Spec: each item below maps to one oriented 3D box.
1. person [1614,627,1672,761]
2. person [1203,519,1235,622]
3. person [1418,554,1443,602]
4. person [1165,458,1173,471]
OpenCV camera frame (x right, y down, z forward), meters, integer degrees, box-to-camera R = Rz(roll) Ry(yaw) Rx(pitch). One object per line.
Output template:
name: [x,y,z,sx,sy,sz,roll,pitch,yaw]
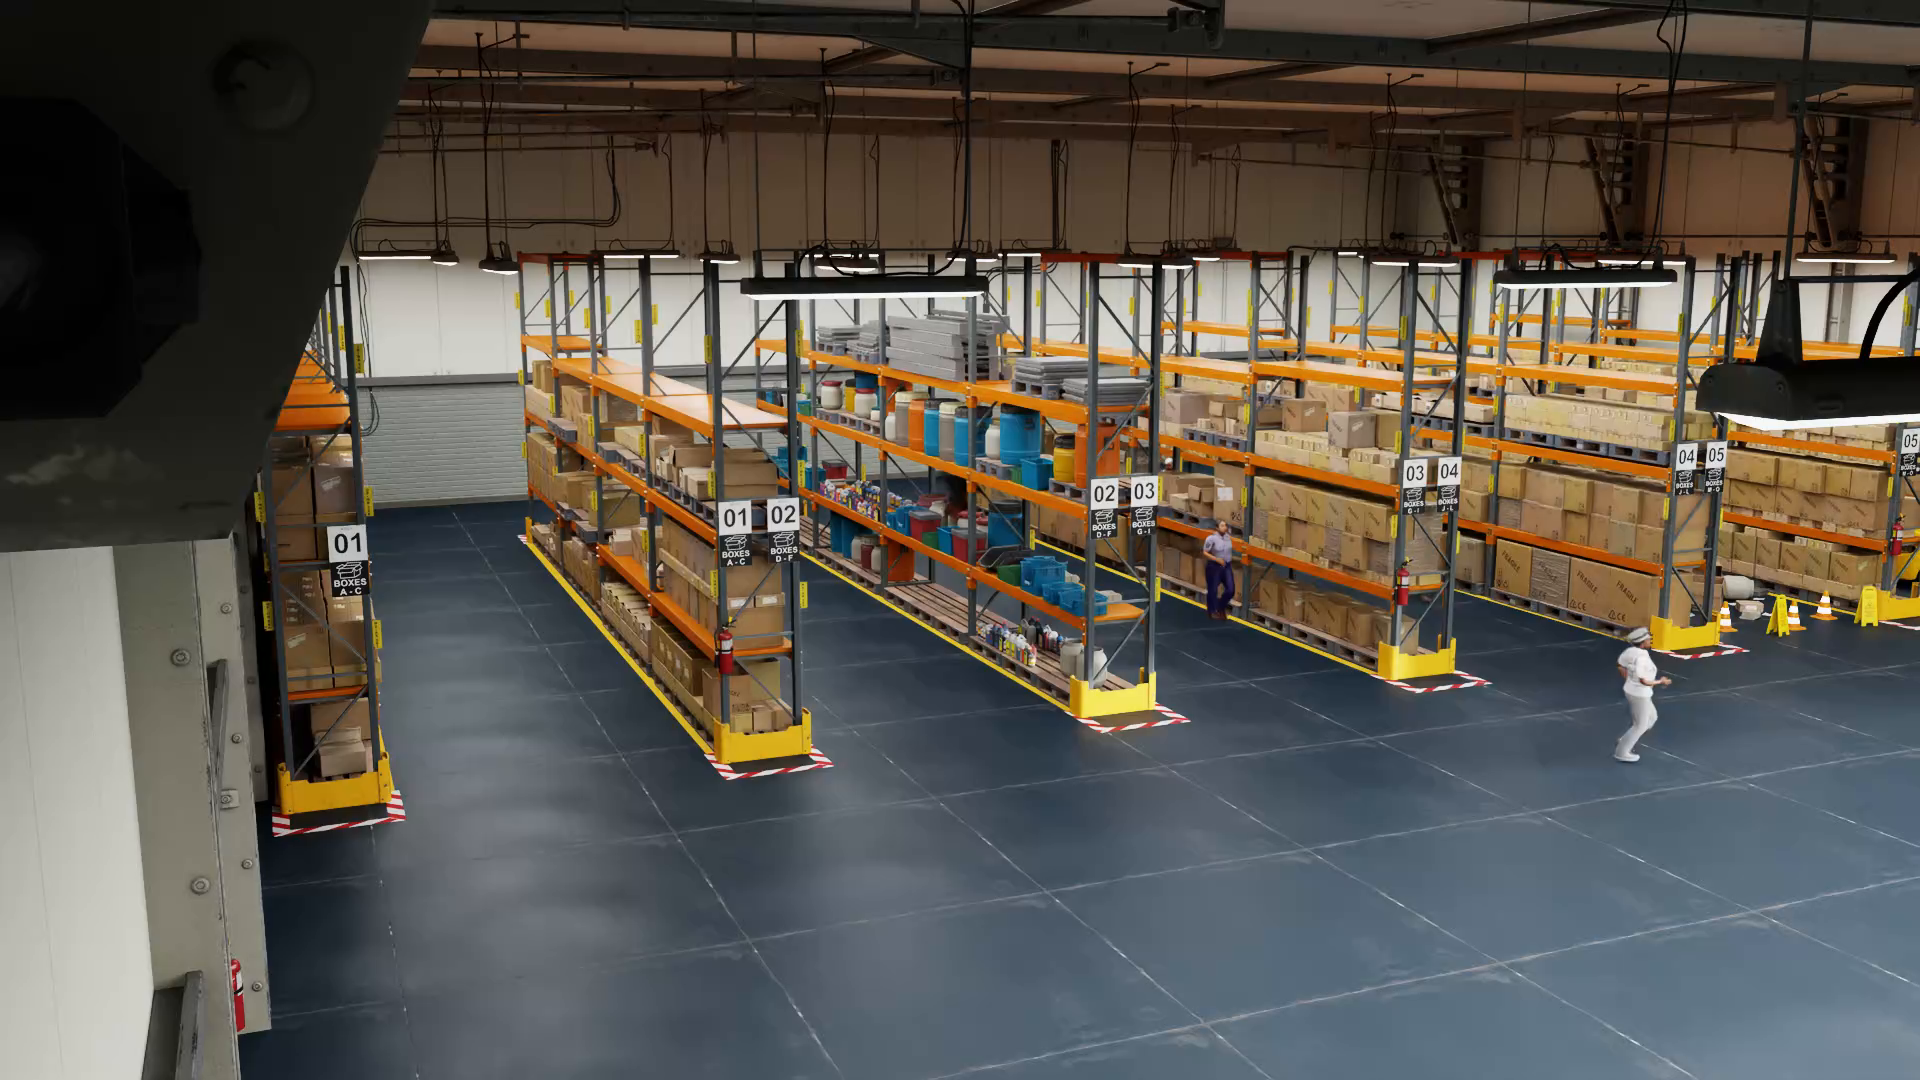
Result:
person: [8.284,1.869,20.161,0.586,1.672,0.562,1,10,7]
person: [4.126,0.497,26.332,0.603,1.673,0.573,-5,11,-23]
person: [8.195,0.279,29.025,0.570,1.609,0.568,-5,12,-26]
person: [4.343,-0.822,34.503,0.665,1.768,0.985,-5,11,-24]
